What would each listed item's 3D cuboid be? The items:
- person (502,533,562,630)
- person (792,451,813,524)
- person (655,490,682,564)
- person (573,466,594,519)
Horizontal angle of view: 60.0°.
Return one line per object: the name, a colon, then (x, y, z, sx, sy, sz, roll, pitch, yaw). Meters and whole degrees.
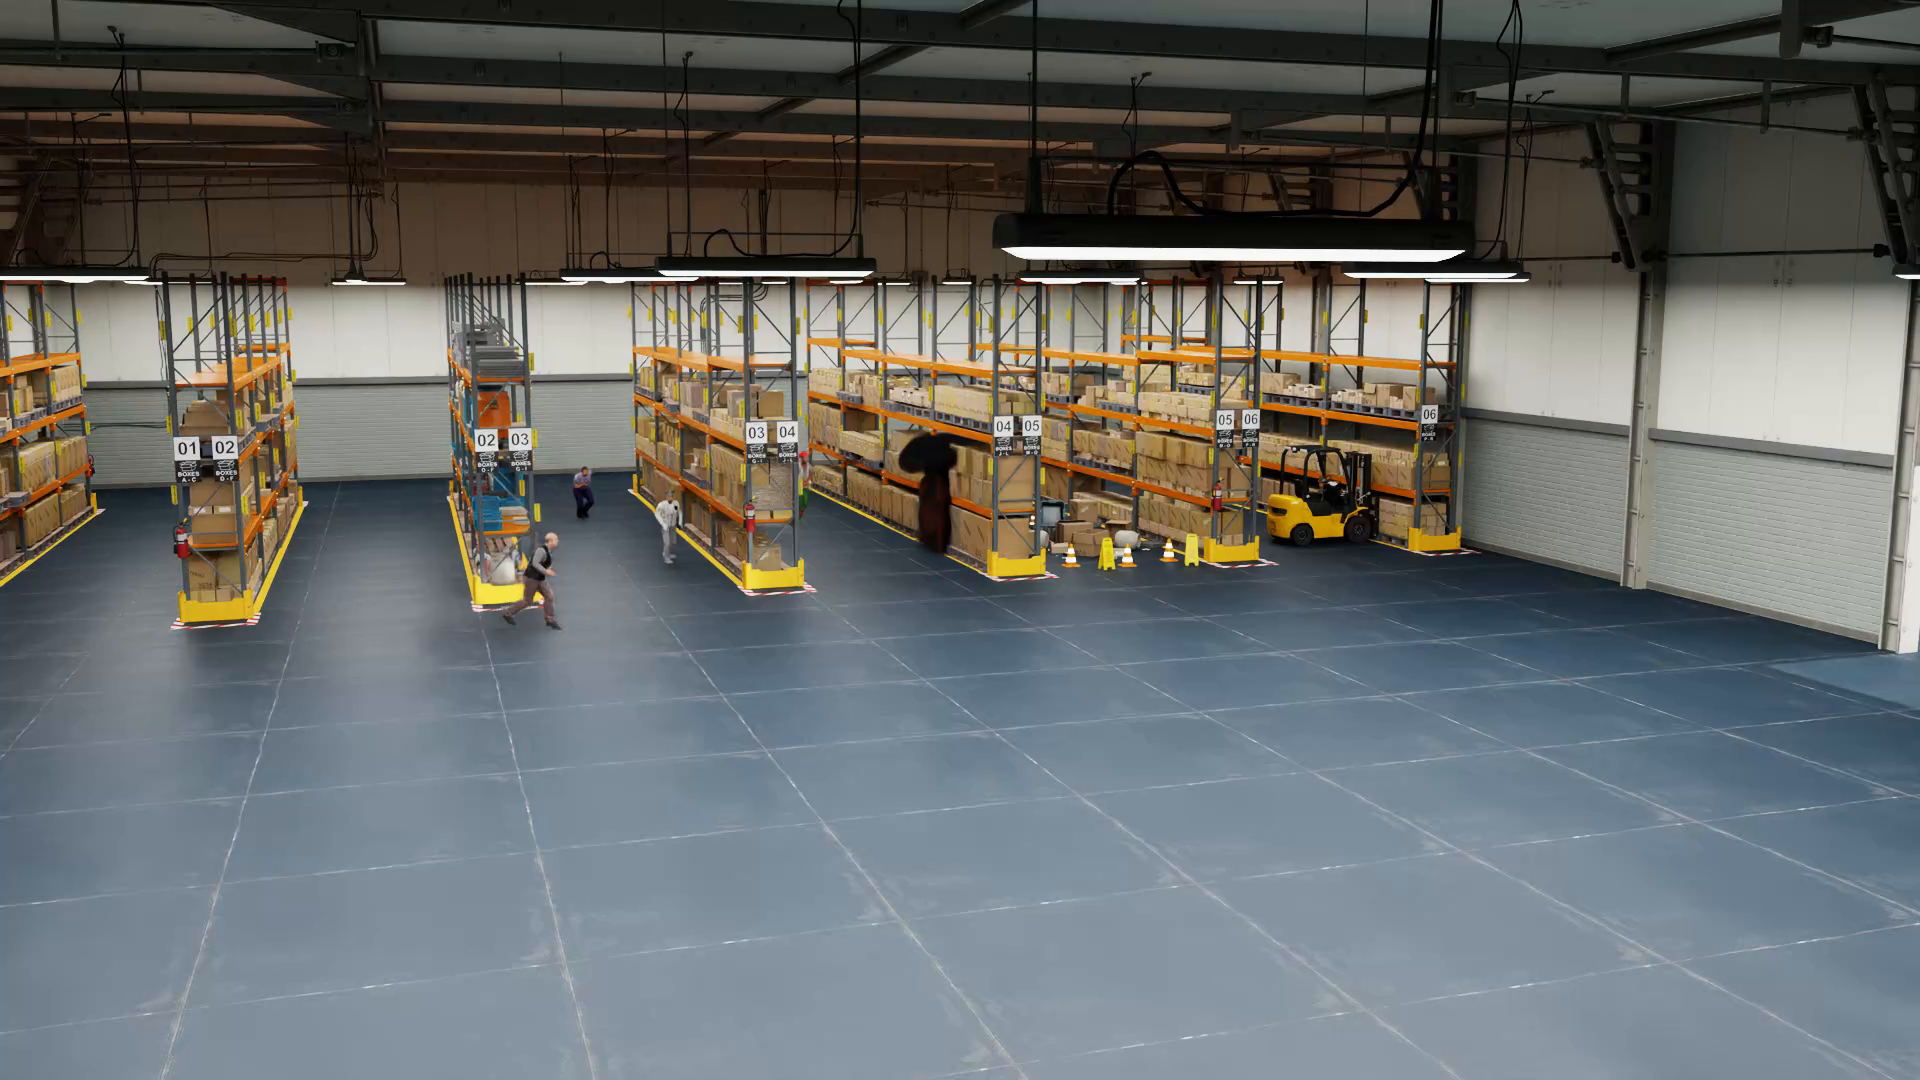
person: (-7.247, 0.713, 28.073, 1.007, 1.681, 0.696, -1, 9, -4)
person: (-3.732, -1.223, 38.648, 0.659, 1.706, 0.725, -7, 11, -37)
person: (-6.136, -0.304, 34.864, 0.598, 1.580, 0.800, -6, 11, -35)
person: (-9.384, -1.187, 41.404, 0.616, 1.377, 0.953, -6, 11, -37)
